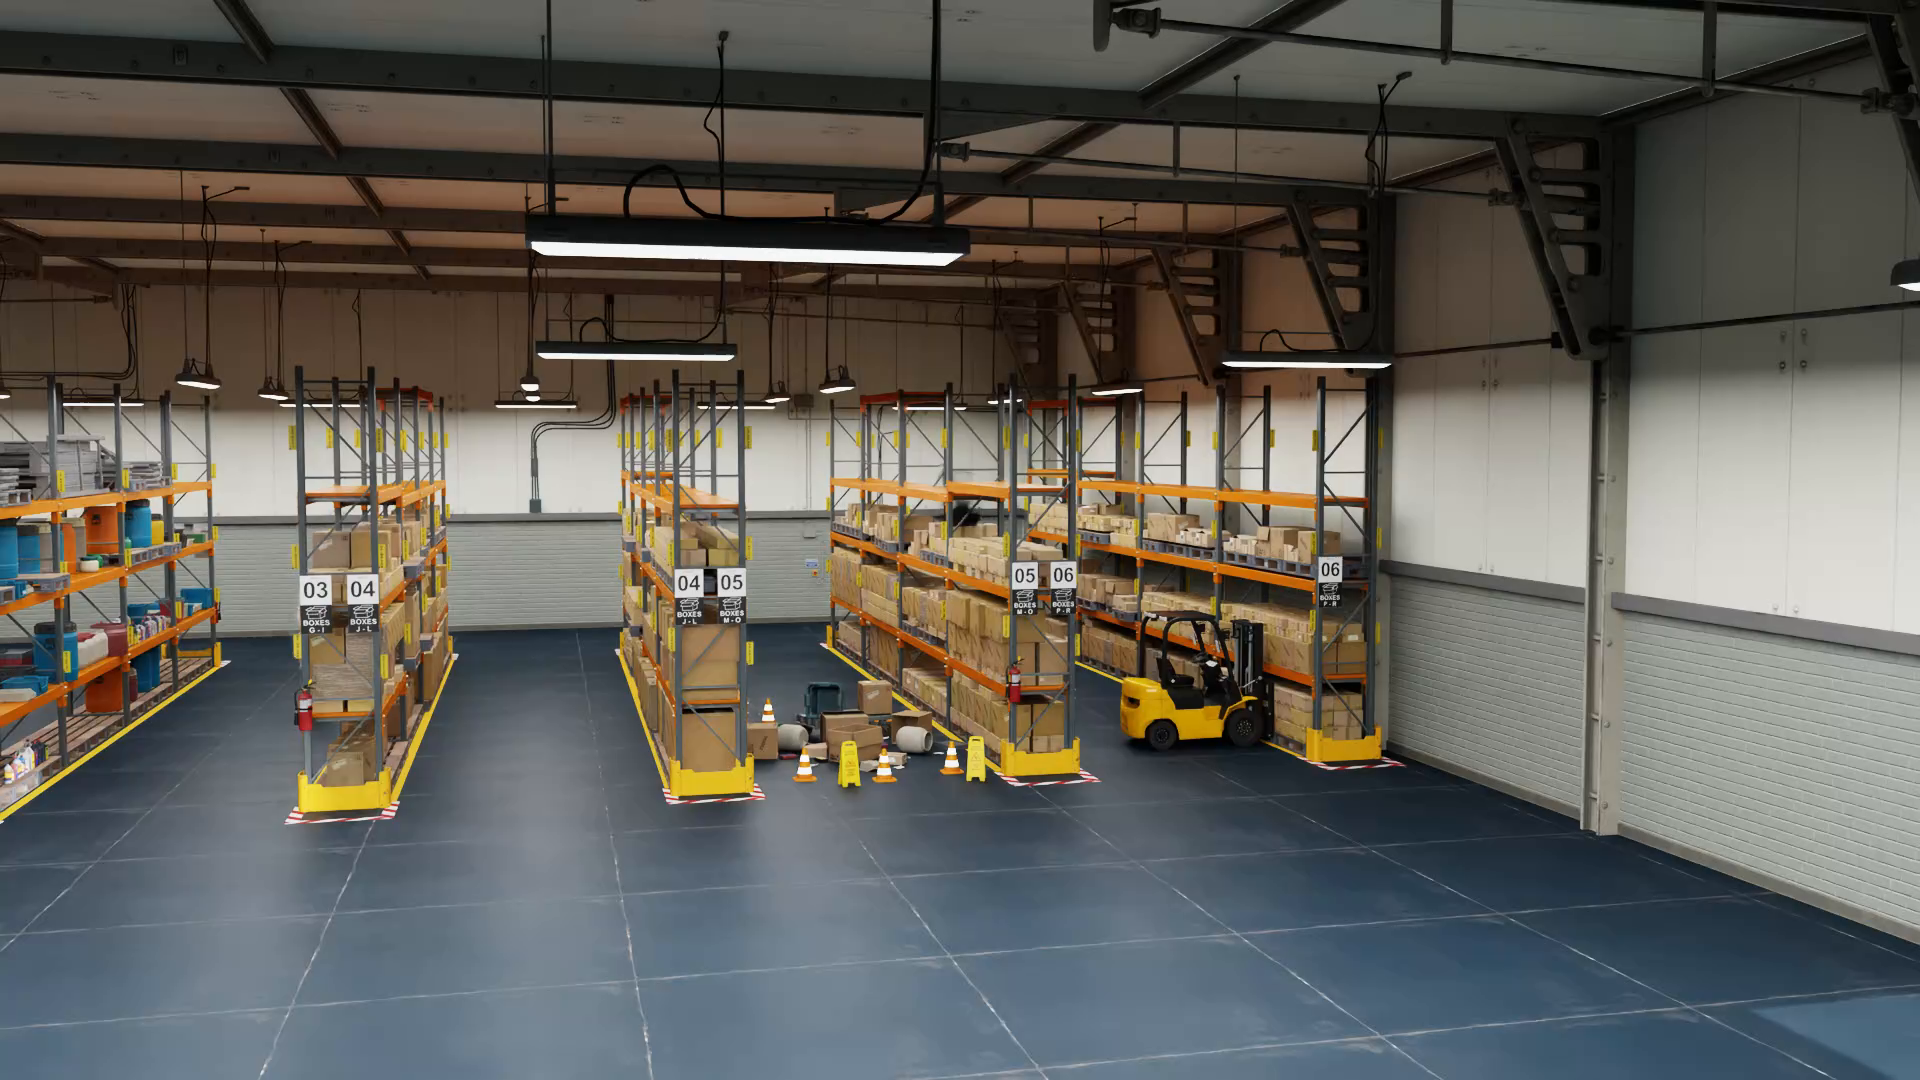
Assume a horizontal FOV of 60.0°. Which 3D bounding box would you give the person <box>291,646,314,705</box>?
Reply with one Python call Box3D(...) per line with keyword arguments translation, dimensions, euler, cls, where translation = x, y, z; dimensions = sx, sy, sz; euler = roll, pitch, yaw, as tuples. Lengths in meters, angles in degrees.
Box3D(translation=(-11.530, 2.327, 29.595), dimensions=(0.690, 1.759, 1.004), euler=(-1, 4, -17), cls="person")
